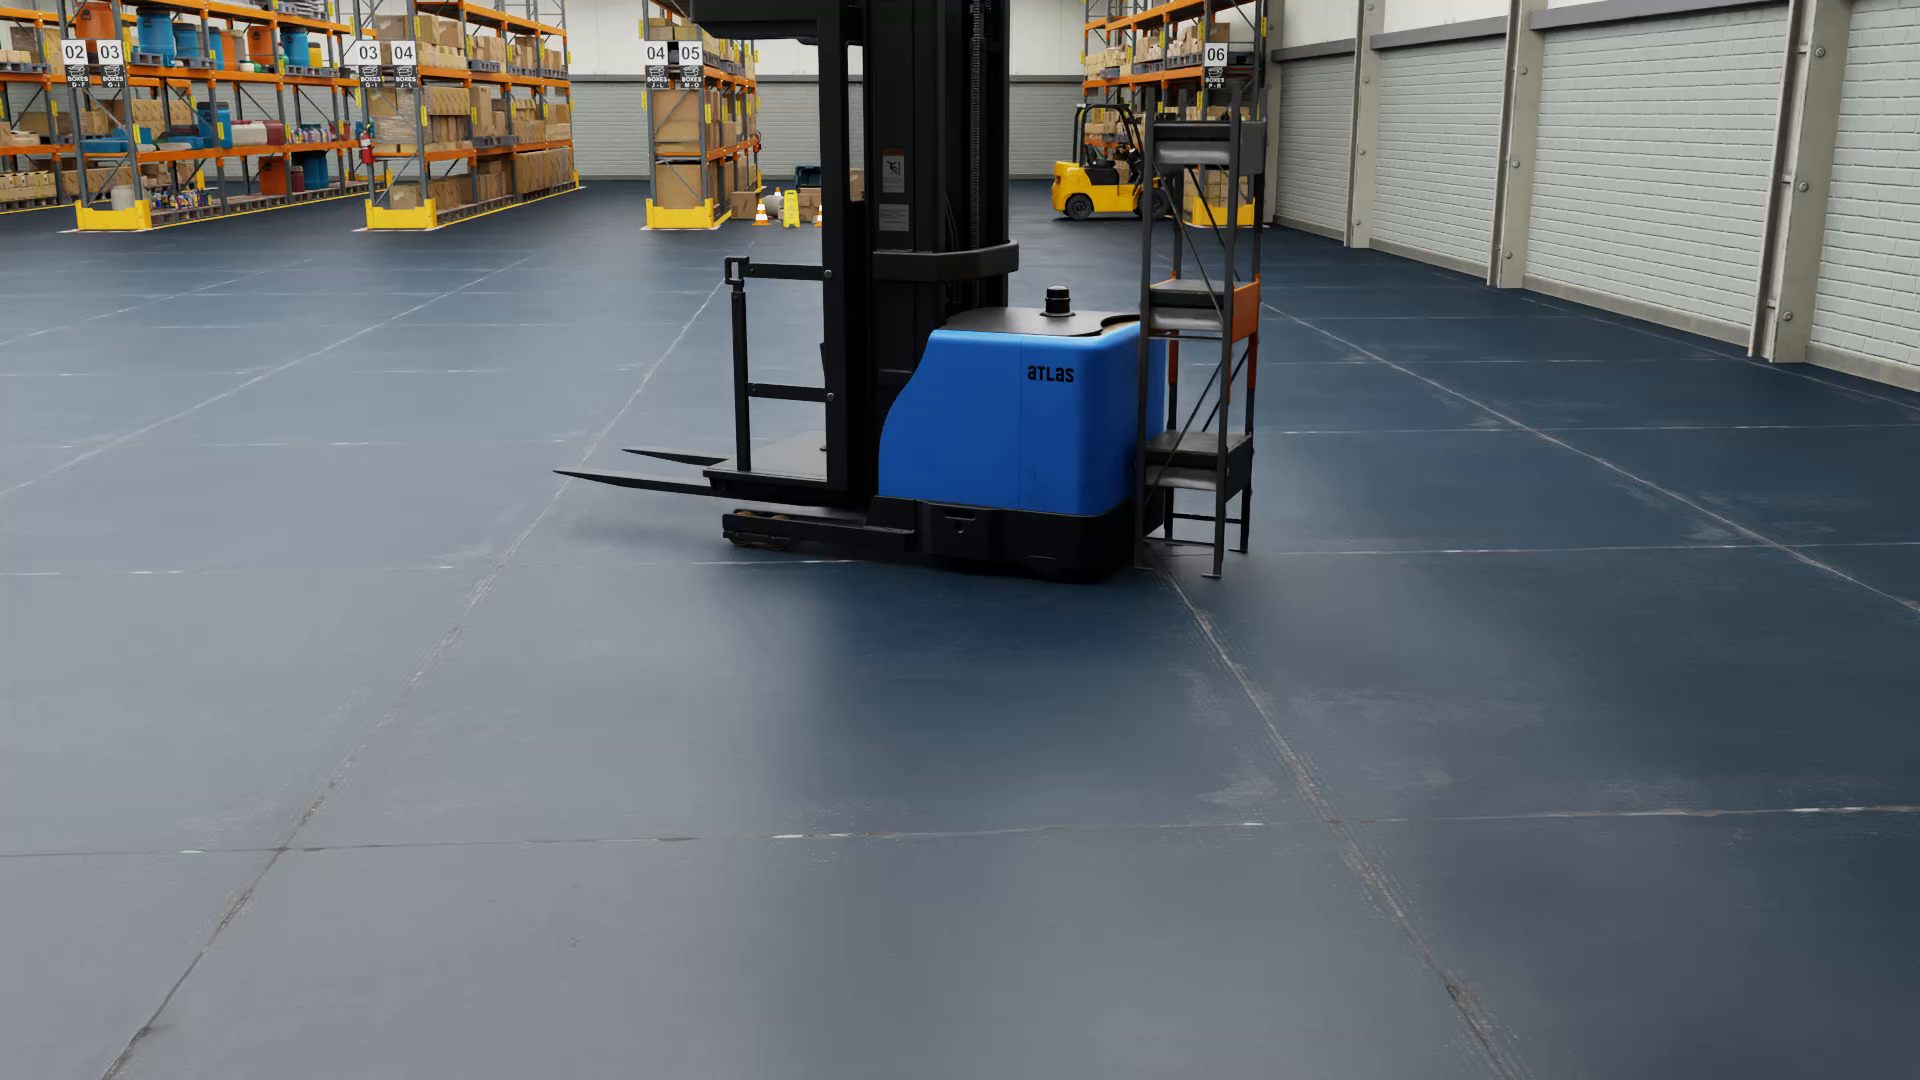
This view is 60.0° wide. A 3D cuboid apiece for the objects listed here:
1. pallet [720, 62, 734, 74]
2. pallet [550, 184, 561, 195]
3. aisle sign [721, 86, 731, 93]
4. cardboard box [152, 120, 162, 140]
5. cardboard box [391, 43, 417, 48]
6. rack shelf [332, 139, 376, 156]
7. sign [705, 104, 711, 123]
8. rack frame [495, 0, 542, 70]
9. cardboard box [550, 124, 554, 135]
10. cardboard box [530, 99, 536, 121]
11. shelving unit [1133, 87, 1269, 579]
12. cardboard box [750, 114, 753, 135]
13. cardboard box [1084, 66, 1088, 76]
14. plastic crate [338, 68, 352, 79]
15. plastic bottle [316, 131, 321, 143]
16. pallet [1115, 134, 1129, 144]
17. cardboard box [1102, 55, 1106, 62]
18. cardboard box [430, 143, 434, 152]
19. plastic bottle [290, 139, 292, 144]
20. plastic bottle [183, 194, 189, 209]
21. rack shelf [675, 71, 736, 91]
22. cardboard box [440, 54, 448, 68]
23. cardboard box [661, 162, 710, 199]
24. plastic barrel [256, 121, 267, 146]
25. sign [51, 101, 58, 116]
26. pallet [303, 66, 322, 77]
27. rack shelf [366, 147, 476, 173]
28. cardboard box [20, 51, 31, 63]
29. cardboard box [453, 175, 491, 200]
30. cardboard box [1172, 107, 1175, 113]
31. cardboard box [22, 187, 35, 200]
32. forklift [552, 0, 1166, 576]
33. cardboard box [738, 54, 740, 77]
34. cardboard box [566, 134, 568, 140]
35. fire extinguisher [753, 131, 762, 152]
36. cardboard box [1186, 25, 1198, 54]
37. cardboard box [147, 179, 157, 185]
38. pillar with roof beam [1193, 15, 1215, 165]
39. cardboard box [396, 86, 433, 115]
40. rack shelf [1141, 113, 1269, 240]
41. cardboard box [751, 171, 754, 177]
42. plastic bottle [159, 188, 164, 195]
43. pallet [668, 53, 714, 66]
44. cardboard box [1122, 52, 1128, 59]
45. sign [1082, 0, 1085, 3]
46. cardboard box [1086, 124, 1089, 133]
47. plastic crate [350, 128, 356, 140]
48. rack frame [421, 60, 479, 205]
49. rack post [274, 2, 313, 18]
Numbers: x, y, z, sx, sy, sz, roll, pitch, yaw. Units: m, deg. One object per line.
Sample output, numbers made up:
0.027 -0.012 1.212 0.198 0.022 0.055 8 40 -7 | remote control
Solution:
-5.348 -9.992 35.202 1.003 0.211 1.213 0 14 -1 | pallet
-10.687 -8.852 42.006 1.003 0.211 1.213 -1 14 -3 | pallet
-6.313 -12.331 44.714 0.394 0.787 0.004 -1 14 -3 | aisle sign
-20.428 -10.291 41.803 0.500 0.500 0.500 -1 14 -4 | cardboard box
-9.760 -8.673 29.195 0.380 0.149 0.250 -1 14 -4 | cardboard box
-15.785 -10.084 42.644 1.077 0.370 4.000 -1 14 -3 | rack shelf
-4.463 -7.544 29.429 0.100 0.325 0.005 -1 14 -3 | sign
-10.718 -12.917 40.171 1.000 3.000 0.127 -1 14 -3 | rack frame
-10.511 -10.328 41.851 0.500 0.250 0.500 -1 14 -4 | cardboard box
-10.670 -10.387 40.164 0.797 0.503 0.637 -1 14 -5 | cardboard box
1.067 -0.922 7.395 0.431 2.100 0.503 6 16 22 | shelving unit
-5.573 -10.632 42.530 0.500 0.500 0.500 -1 14 -5 | cardboard box
3.634 -12.647 44.844 0.500 0.250 0.500 -1 14 -4 | cardboard box
-15.464 -11.638 41.481 0.497 0.269 0.590 -1 14 -3 | plastic crate
-15.260 -9.566 39.435 0.152 0.276 0.135 -1 14 -3 | plastic bottle
4.263 -9.322 38.623 1.213 0.211 1.003 -1 14 -3 | pallet
3.708 -11.888 41.055 0.380 0.149 0.250 0 14 -2 | cardboard box
-9.751 -7.105 30.126 0.380 0.149 0.250 -1 14 -3 | cardboard box
-15.103 -9.011 37.425 0.097 0.201 0.097 0 14 0 | plastic bottle
-14.759 -6.459 31.703 0.097 0.271 0.097 0 14 0 | plastic bottle
-5.389 -9.675 35.035 1.077 0.370 4.000 -1 14 -3 | rack shelf
-9.848 -8.912 30.926 0.500 0.250 0.500 0 14 -2 | cardboard box
-5.182 -6.640 31.234 0.875 0.875 0.875 -1 14 -4 | cardboard box
-15.136 -8.742 35.760 0.421 0.512 0.421 0 14 0 | plastic barrel
-19.804 -9.435 36.354 0.100 0.325 0.005 -1 14 -3 | sign
-15.442 -10.821 38.423 1.003 0.211 1.213 -1 14 -3 | pallet
-10.098 -7.176 31.342 1.077 0.370 4.000 -1 14 -3 | rack shelf
-20.273 -10.337 35.619 0.500 0.250 0.500 -2 15 -8 | cardboard box
-10.284 -7.436 35.040 0.700 0.500 0.500 -2 15 -8 | cardboard box
4.391 -8.483 32.877 0.380 0.149 0.250 -1 14 -2 | cardboard box
-20.018 -7.356 35.274 0.500 0.250 0.500 -1 14 -2 | cardboard box
-0.576 -1.484 7.910 3.031 2.935 1.130 6 16 23 | forklift
-5.357 -10.964 38.400 0.500 0.500 0.500 -1 14 -3 | cardboard box
-10.582 -10.674 43.997 0.380 0.149 0.250 -1 14 -3 | cardboard box
-5.564 -10.910 45.312 0.296 0.674 0.183 -1 14 -3 | fire extinguisher
4.636 -9.374 31.174 0.700 0.500 0.500 -1 14 -3 | cardboard box
-20.479 -9.024 41.880 0.380 0.166 0.250 -1 14 -3 | cardboard box
1.059 -11.776 35.737 9.100 9.000 0.400 -1 14 -3 | pillar with roof beam
-9.736 -7.845 29.694 0.500 0.500 0.500 -1 14 -3 | cardboard box
1.067 -1.586 7.224 0.431 0.518 0.480 6 16 22 | rack shelf
-5.570 -9.508 43.243 0.380 0.149 0.250 -1 14 -3 | cardboard box
-15.530 -6.669 32.359 0.144 0.351 0.185 0 14 -2 | plastic bottle
-5.152 -8.977 31.055 1.003 0.211 1.213 -1 14 -3 | pallet
3.996 -11.306 38.832 0.380 0.149 0.250 -1 14 -5 | cardboard box
3.338 -14.625 44.775 0.100 0.325 0.005 -1 14 -3 | sign
3.670 -11.066 44.721 0.500 0.250 0.500 -1 14 -3 | cardboard box
-15.572 -10.290 42.116 0.437 0.282 0.530 -1 14 -3 | plastic crate
-10.222 -8.022 33.186 1.000 3.000 0.127 -1 14 -3 | rack frame
-15.409 -12.097 37.988 0.937 0.300 0.954 1 14 3 | rack post
